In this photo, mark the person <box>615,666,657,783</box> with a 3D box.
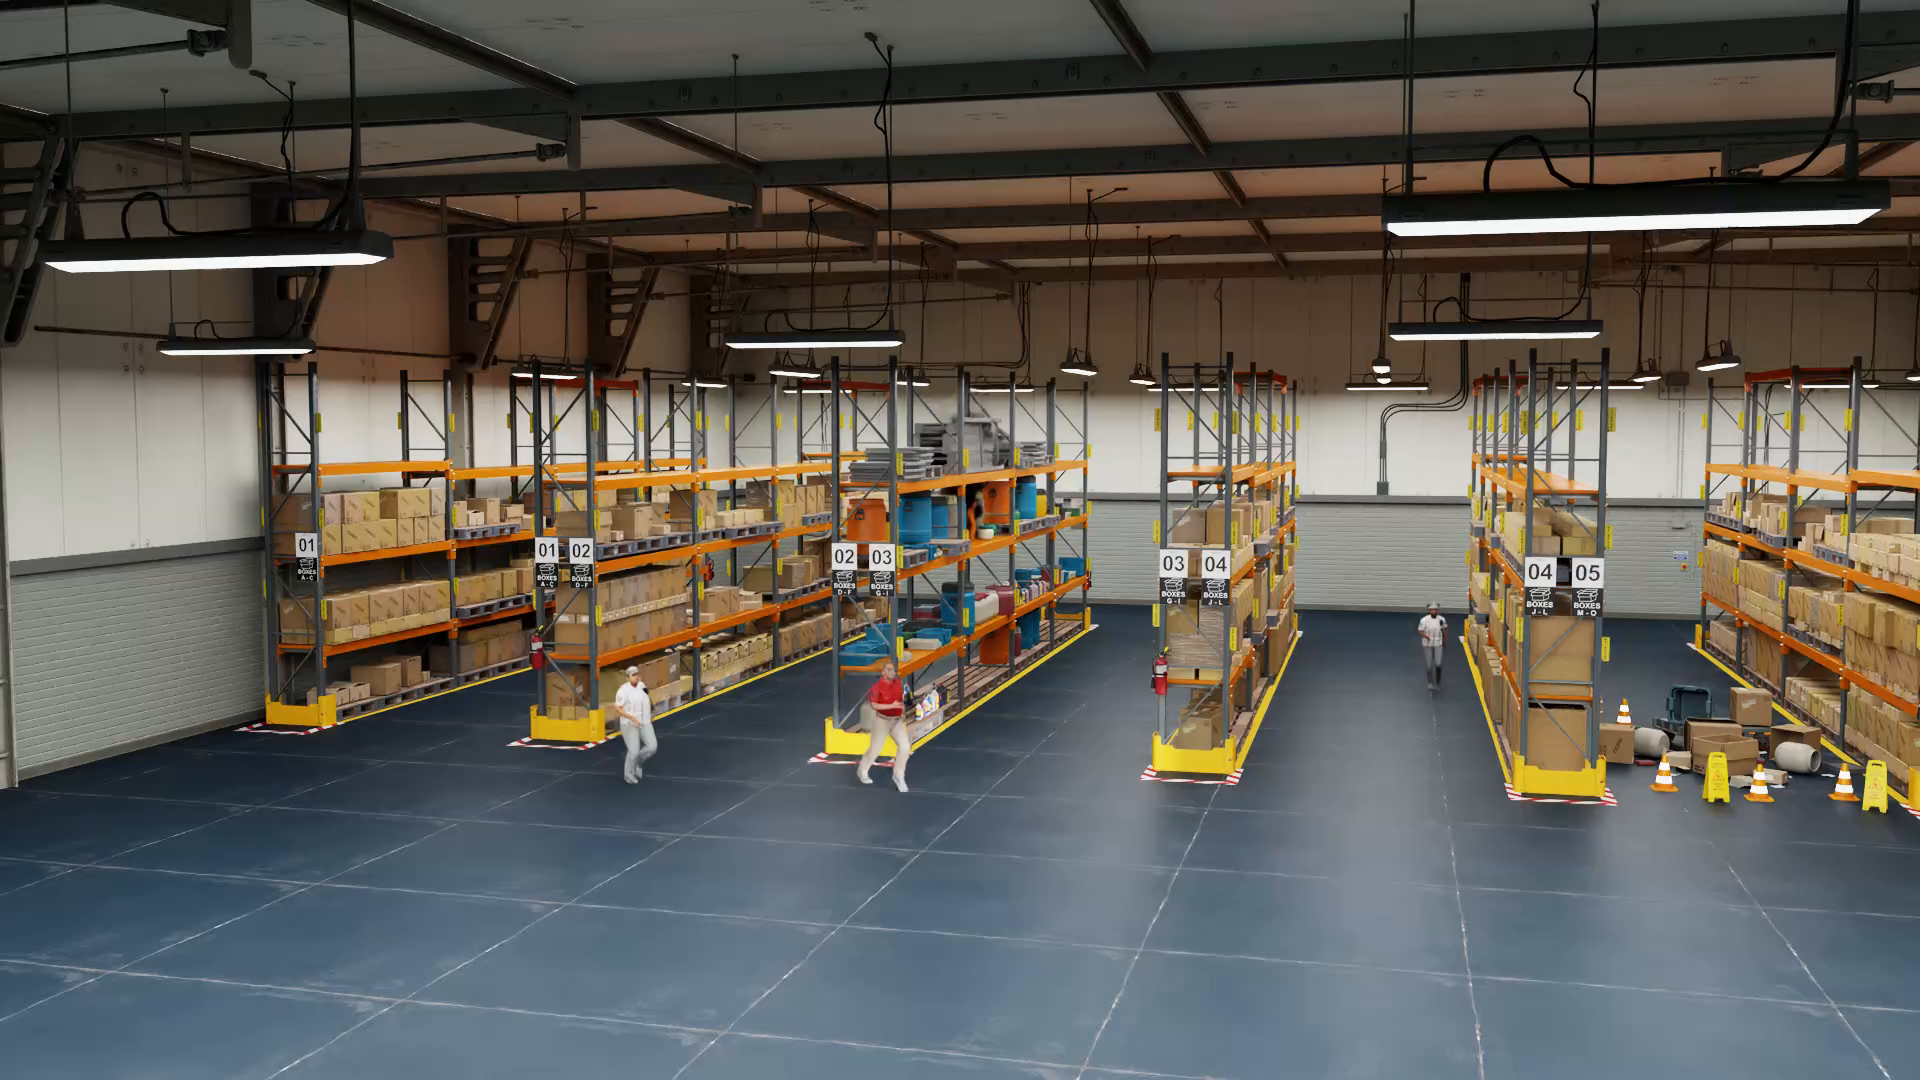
[{"bbox_3d":[-4.487,2.572,23.138,0.617,1.617,0.527,-4,6,-44],"label":"person"}]

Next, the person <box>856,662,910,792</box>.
[{"bbox_3d":[-1.007,2.551,22.792,0.674,1.789,0.920,-3,5,-39],"label":"person"}]

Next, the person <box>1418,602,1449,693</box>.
[{"bbox_3d":[8.805,1.998,30.943,0.567,1.710,0.677,1,4,13],"label":"person"}]
